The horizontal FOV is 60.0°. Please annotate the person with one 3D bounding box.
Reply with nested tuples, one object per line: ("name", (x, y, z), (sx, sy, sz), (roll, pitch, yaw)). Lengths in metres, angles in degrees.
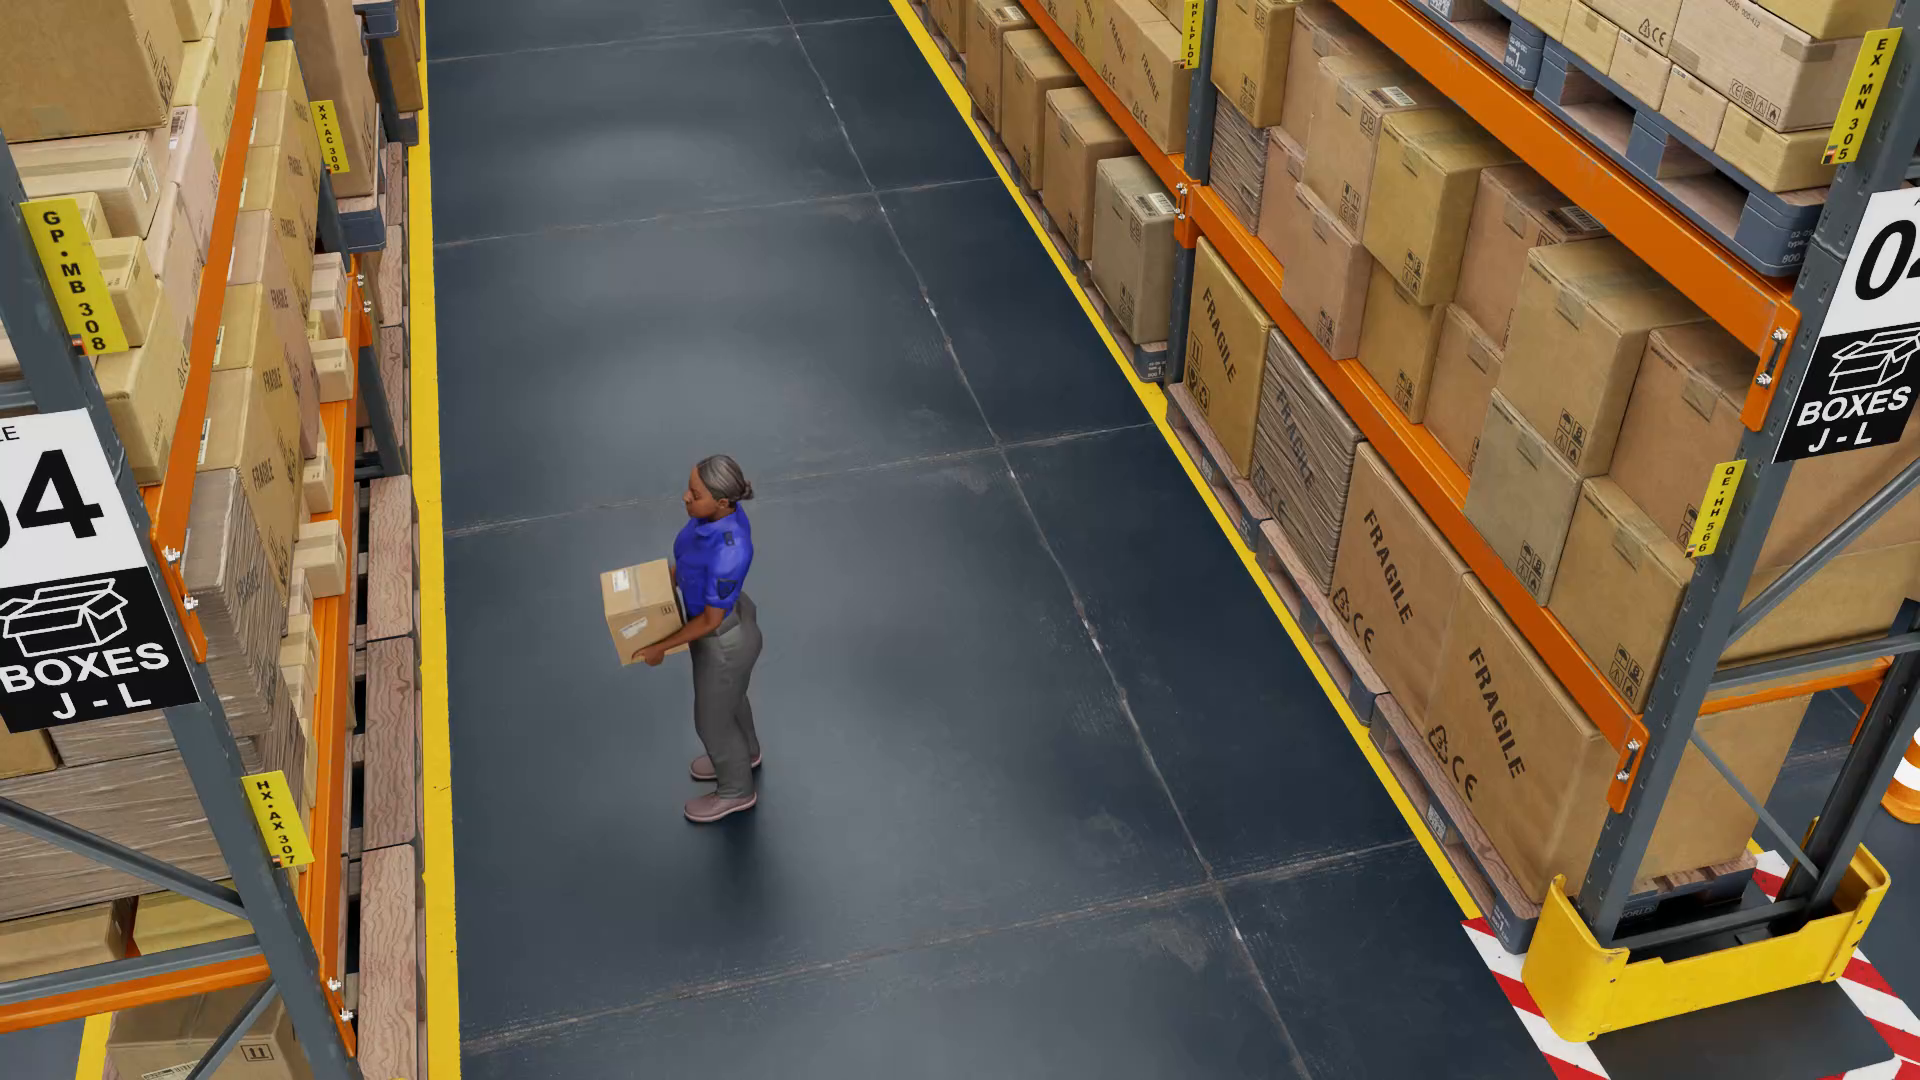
("person", (-0.984, 0.350, 6.237), (0.520, 1.563, 0.451), (-9, 39, -11))
